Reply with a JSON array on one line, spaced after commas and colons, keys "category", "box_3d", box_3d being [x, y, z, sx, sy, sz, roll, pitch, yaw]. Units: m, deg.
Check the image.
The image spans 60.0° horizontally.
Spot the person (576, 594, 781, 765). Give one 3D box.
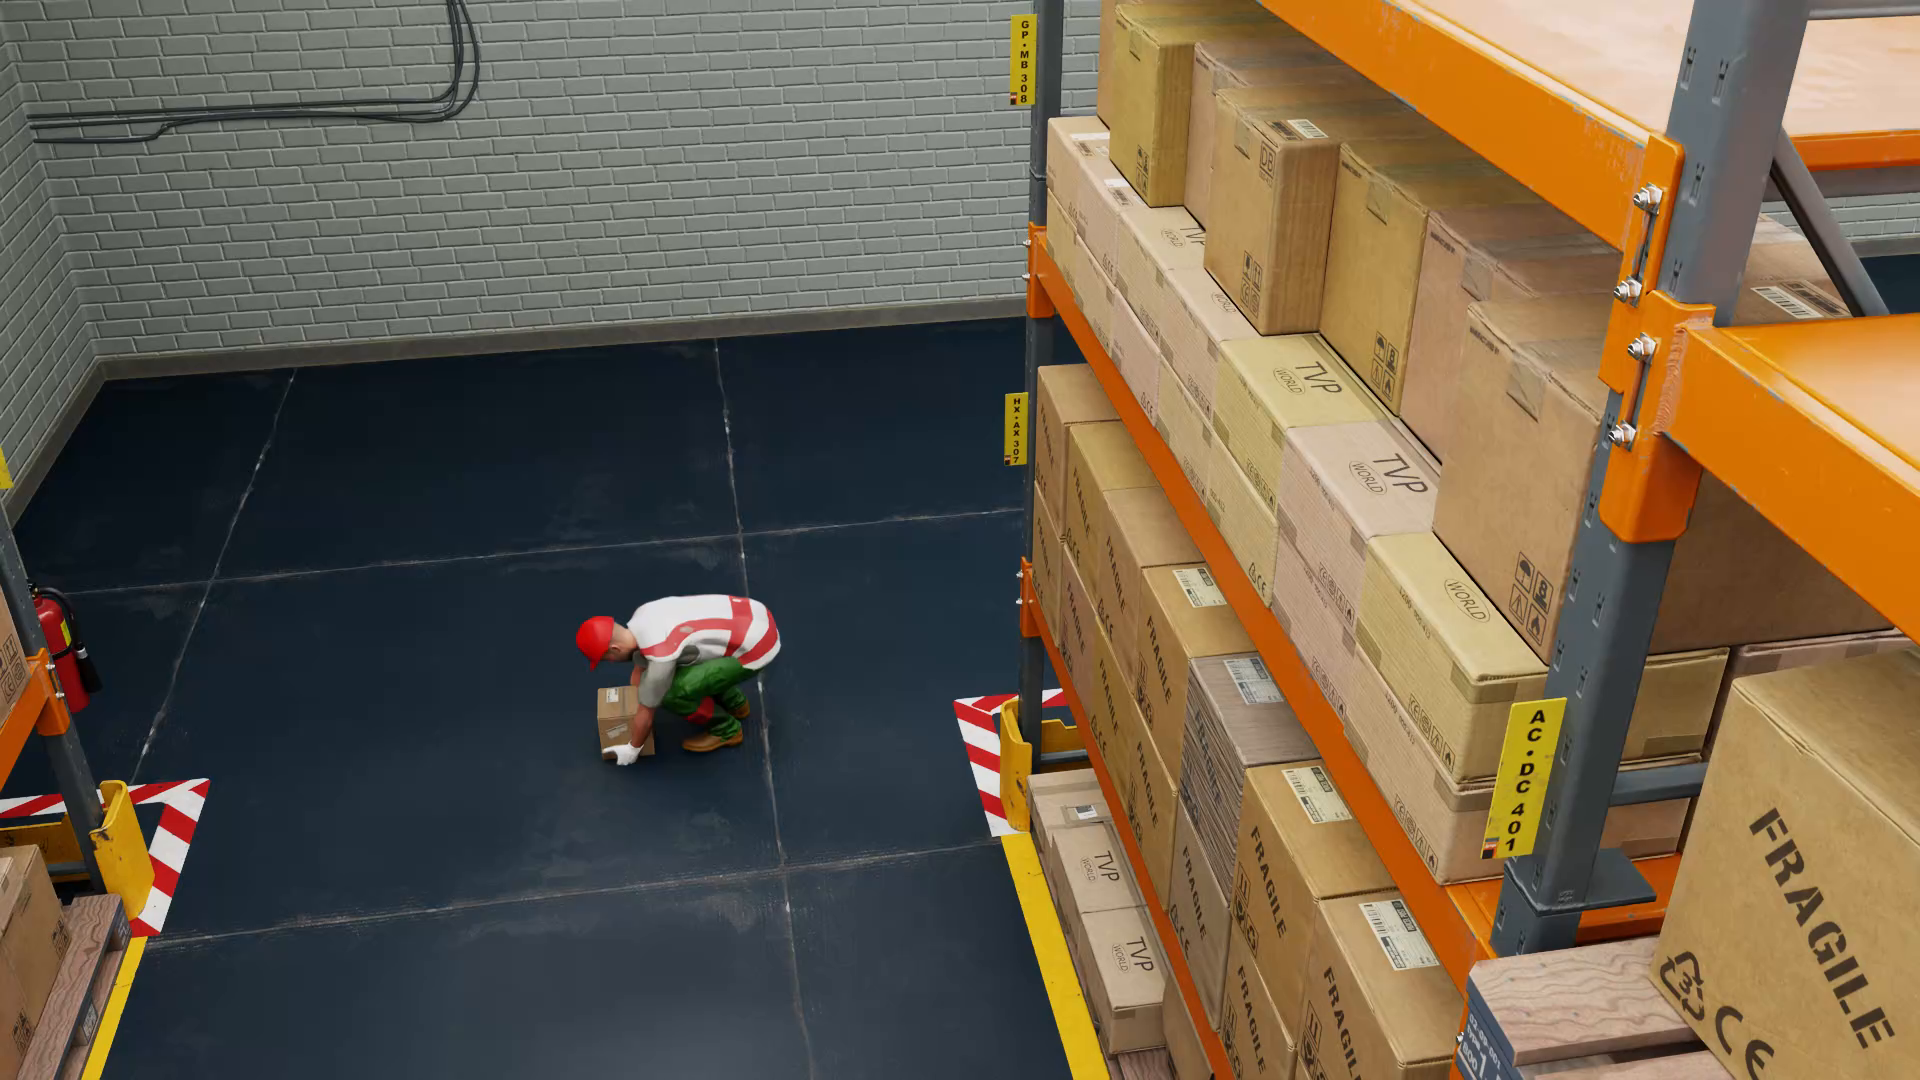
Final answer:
[{"category": "person", "box_3d": [-1.339, 0.649, 8.048, 0.954, 0.789, 0.526, -6, 31, -10]}]
